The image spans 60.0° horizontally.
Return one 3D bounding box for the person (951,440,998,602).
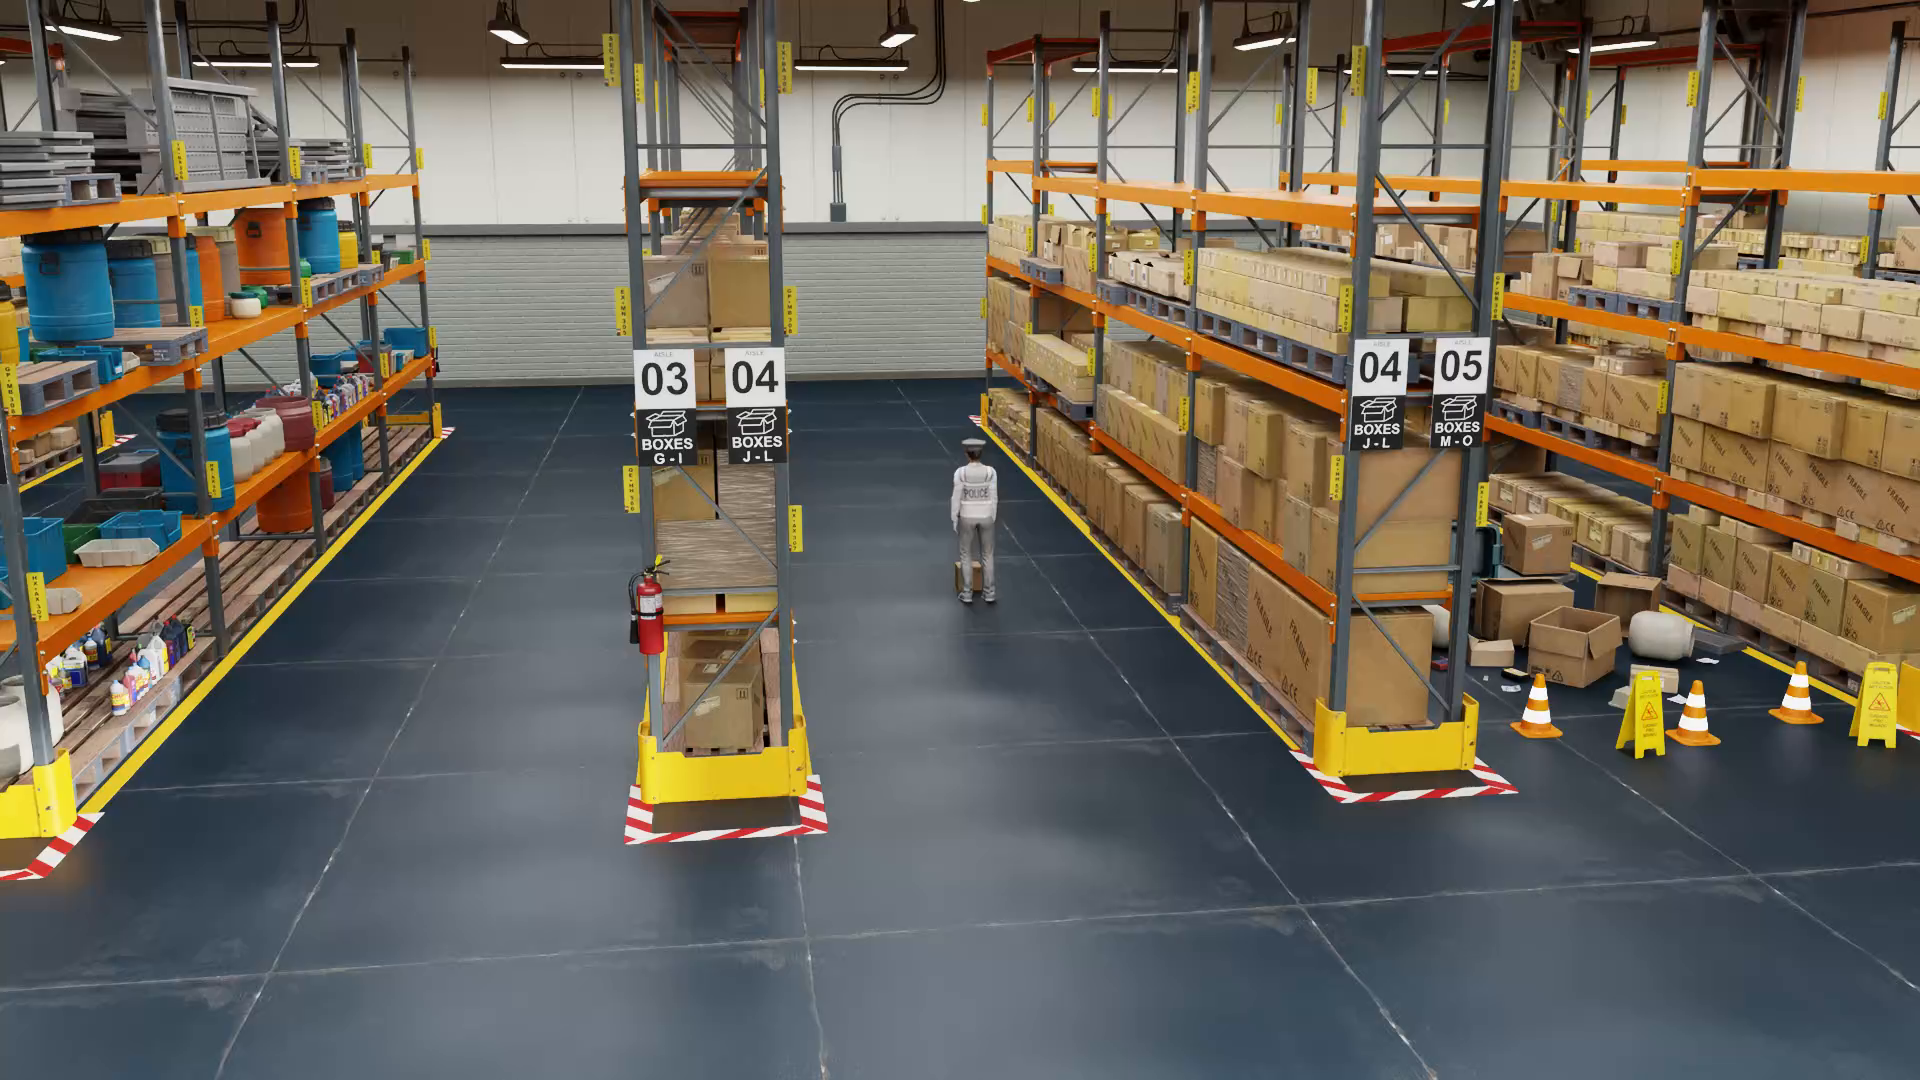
[{"bbox_3d":[0.141,-0.192,16.819,0.471,1.662,0.327,-2,13,-7],"label":"person"}]
